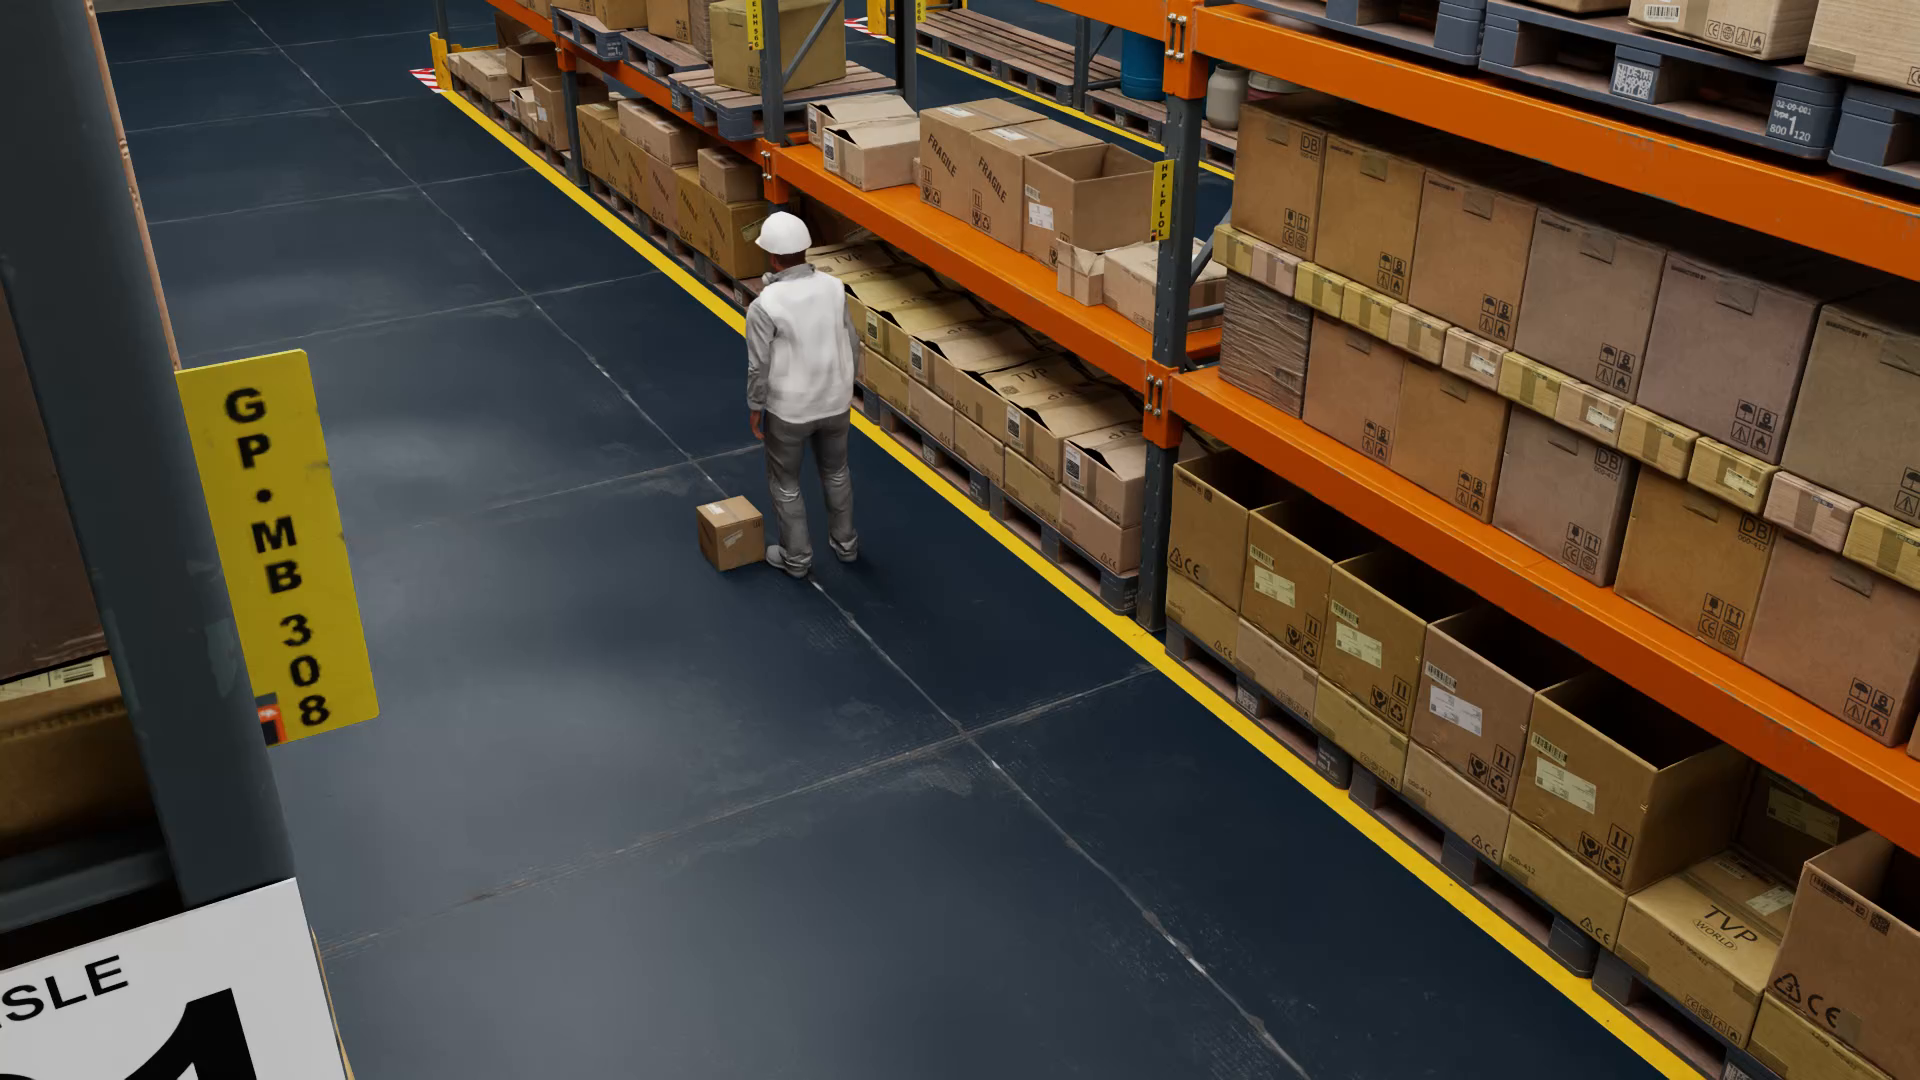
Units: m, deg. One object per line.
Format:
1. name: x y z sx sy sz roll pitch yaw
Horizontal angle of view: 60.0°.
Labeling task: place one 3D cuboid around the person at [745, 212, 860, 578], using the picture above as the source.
1. person: -0.737 -0.662 7.805 0.577 1.767 0.464 -17 33 -28
